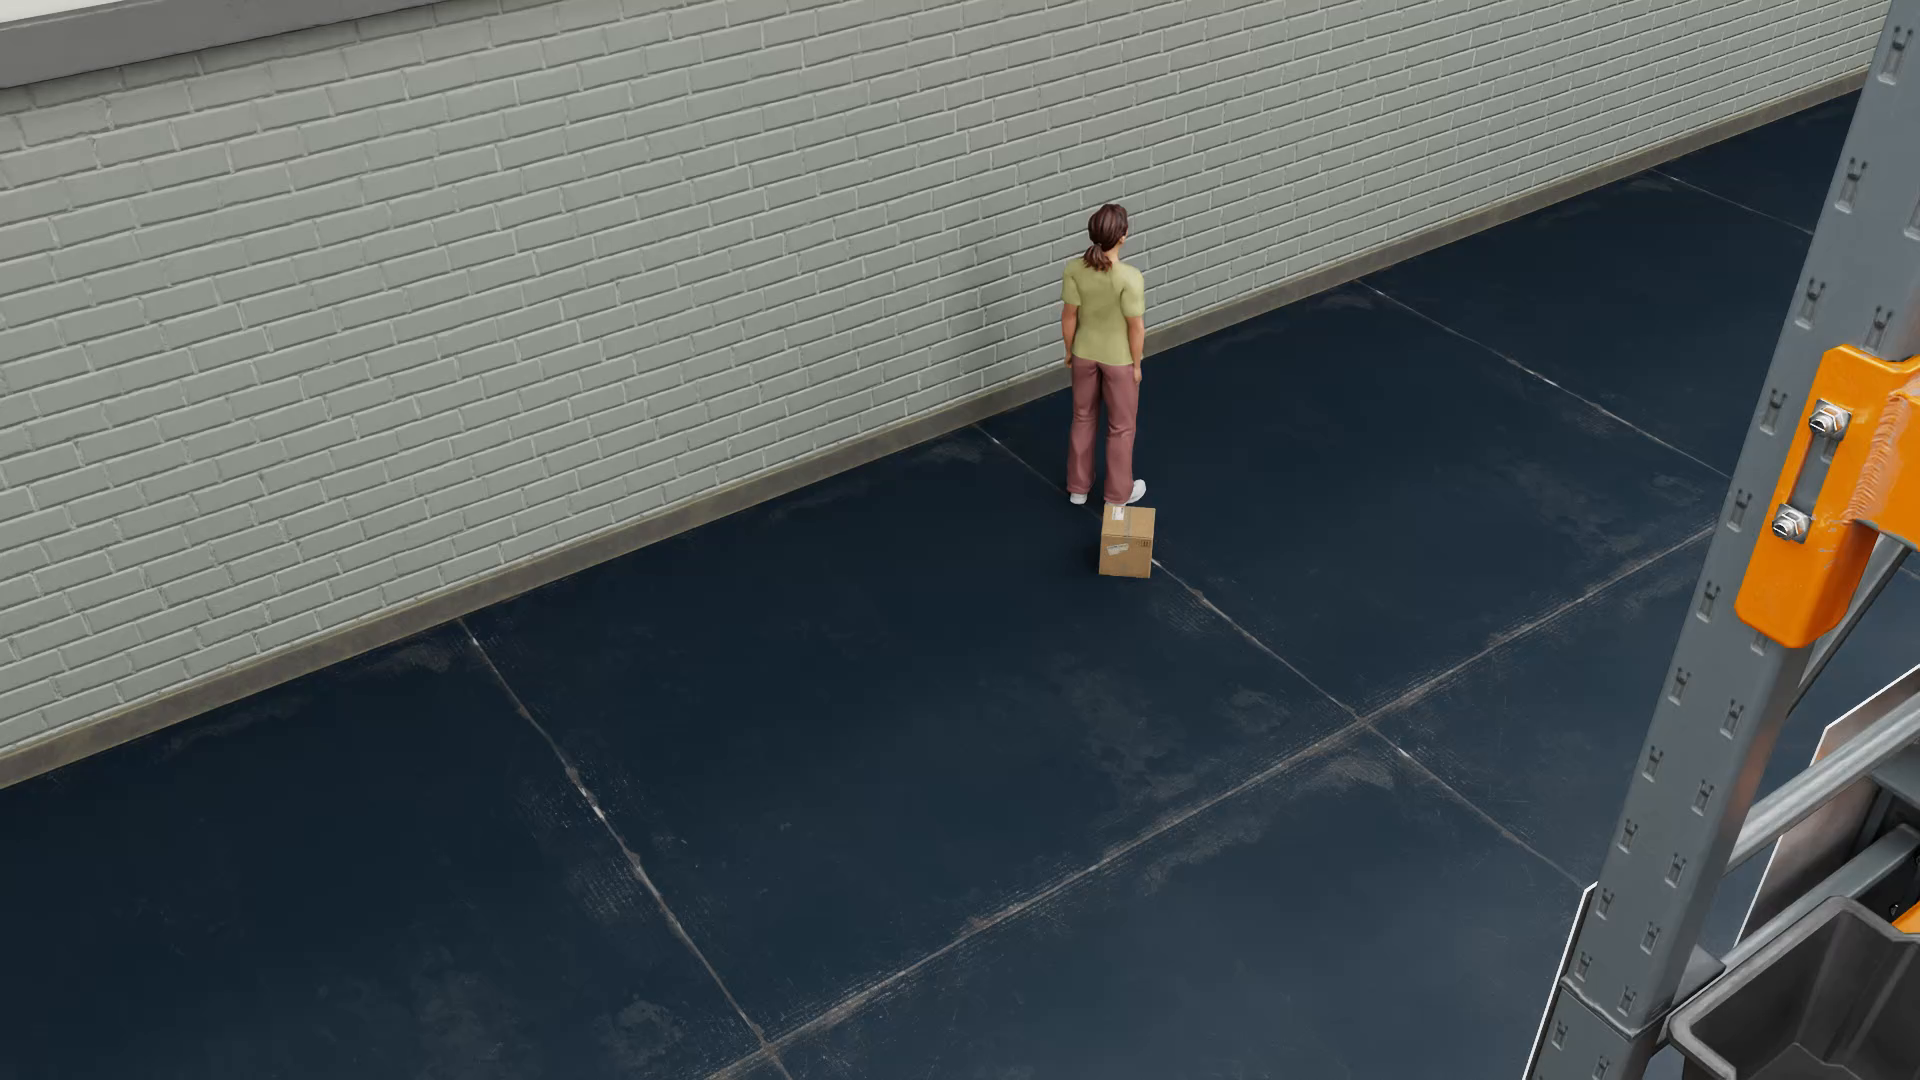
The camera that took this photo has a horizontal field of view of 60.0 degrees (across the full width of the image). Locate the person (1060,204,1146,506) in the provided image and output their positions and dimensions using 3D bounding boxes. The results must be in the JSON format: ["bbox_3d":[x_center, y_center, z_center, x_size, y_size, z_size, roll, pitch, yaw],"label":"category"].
[{"bbox_3d":[0.718,-0.894,8.214,0.427,1.670,0.374,16,39,20],"label":"person"}]
